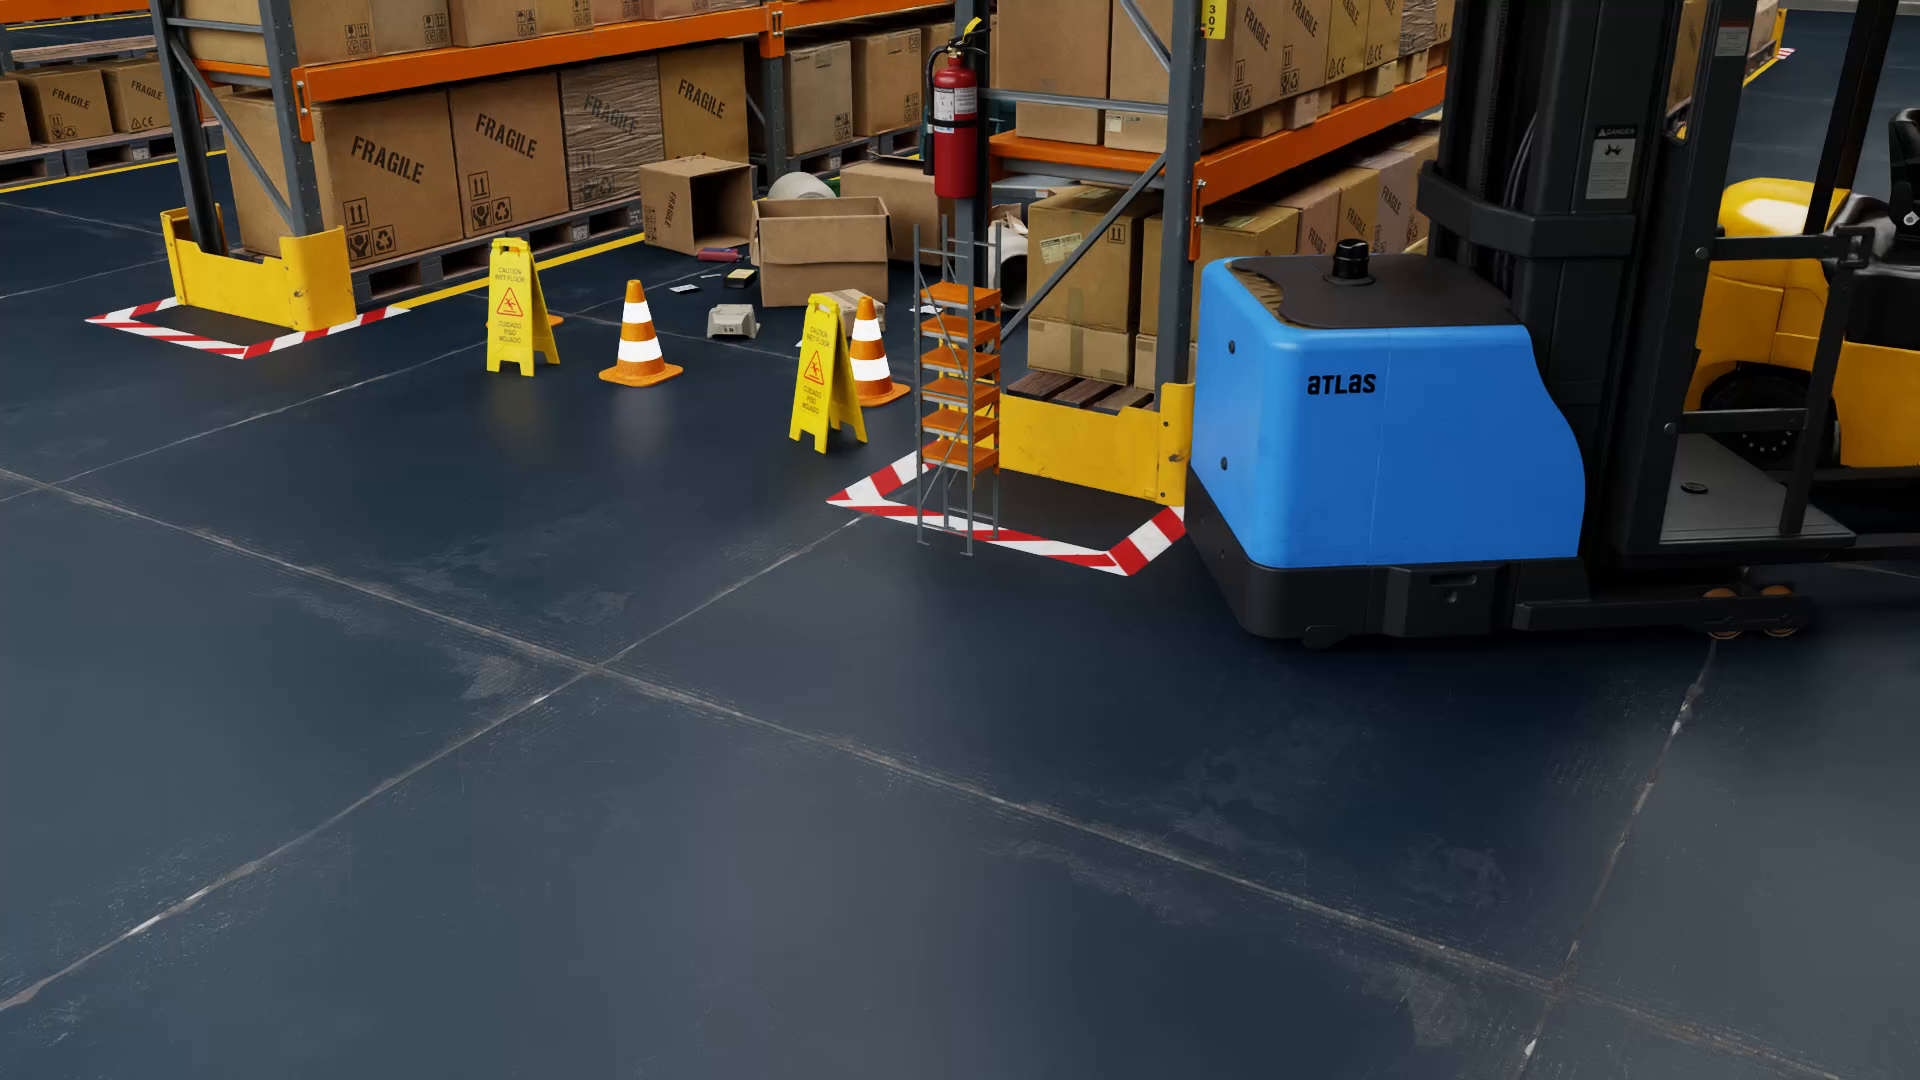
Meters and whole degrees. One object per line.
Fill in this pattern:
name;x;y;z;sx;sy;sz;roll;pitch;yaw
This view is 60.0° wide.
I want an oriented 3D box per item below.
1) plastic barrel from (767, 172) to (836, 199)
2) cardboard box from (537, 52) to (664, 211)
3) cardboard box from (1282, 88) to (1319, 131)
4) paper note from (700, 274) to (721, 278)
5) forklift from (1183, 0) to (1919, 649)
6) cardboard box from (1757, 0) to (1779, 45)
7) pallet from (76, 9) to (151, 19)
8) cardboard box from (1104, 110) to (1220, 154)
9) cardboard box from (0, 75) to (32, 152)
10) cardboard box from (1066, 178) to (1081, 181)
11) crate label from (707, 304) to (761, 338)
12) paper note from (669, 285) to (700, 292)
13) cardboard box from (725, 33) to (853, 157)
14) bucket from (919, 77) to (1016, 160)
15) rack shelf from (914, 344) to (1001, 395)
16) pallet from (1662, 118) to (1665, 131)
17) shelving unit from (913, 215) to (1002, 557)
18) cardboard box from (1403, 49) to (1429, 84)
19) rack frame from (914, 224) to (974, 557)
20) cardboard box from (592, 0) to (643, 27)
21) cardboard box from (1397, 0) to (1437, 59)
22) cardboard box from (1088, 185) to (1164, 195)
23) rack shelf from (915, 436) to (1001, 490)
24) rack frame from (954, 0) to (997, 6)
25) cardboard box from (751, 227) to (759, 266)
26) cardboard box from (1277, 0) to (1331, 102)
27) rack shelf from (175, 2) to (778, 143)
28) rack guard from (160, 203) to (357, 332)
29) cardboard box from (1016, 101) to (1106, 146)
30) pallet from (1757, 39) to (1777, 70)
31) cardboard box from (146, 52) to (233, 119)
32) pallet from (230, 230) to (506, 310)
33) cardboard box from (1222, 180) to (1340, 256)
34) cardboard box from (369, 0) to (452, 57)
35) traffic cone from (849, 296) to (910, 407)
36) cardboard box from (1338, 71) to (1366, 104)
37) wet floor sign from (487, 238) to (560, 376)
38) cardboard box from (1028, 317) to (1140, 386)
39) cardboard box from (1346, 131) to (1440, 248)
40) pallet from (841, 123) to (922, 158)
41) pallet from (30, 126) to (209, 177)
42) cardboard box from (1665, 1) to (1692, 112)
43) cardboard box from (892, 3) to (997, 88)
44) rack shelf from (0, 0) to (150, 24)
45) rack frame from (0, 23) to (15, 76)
plastic barrel;-1.009;-2.119;10.613;0.421;0.421;0.512;-7;24;-17
cardboard box;-2.577;-2.721;10.905;0.875;0.875;0.875;14;27;29
cardboard box;1.293;-1.845;7.053;0.380;0.149;0.250;14;27;30
paper note;-1.476;-1.566;9.854;0.123;0.001;0.032;-12;26;-26
forklift;2.382;-1.224;5.388;3.031;2.935;1.130;-2;24;-5
cardboard box;8.612;-5.826;18.629;0.875;0.438;0.875;13;27;27
pallet;-11.752;-7.471;23.242;1.003;0.211;1.213;14;27;29
cardboard box;0.790;-1.609;6.506;0.380;0.149;0.250;14;27;29
cardboard box;-7.354;-3.191;12.464;0.500;0.500;0.500;-20;31;-39
cardboard box;1.017;-2.566;10.595;0.500;0.500;0.500;14;27;29
crate label;-1.194;-1.151;8.735;0.250;0.136;0.298;1;23;2
paper note;-1.576;-1.452;9.568;0.142;0.017;0.144;-17;29;-35
cardboard box;-1.462;-3.395;12.619;1.050;0.750;0.750;14;27;29
bucket;0.173;-2.672;10.854;0.620;0.611;0.726;-6;22;-39
rack shelf;-0.008;-0.615;5.970;0.258;0.103;0.180;14;27;29
pallet;5.135;-3.323;13.661;1.003;0.211;1.213;14;27;29
shelving unit;-0.008;-0.546;6.000;0.258;1.200;0.189;14;27;29
cardboard box;2.101;-2.371;8.268;0.380;0.149;0.250;13;27;28
rack frame;-0.056;-0.515;5.929;0.240;1.200;0.006;14;27;29
cardboard box;-2.554;-3.600;10.601;0.875;0.550;0.550;14;27;29
cardboard box;1.987;-2.632;8.053;0.500;0.500;0.500;15;27;30
cardboard box;0.909;-1.430;7.765;0.500;0.500;0.500;15;28;31
rack shelf;-0.008;-0.285;6.113;0.258;0.103;0.180;14;27;29
rack frame;0.397;-5.356;14.846;1.000;3.000;0.127;14;27;29
cardboard box;-1.055;-1.785;10.039;0.396;0.266;0.258;20;30;38
cardboard box;1.191;-2.112;6.853;0.500;0.500;0.500;15;27;31
rack shelf;-2.768;-3.001;10.311;1.077;0.370;4.000;14;27;29
rack guard;-3.836;-1.501;9.087;1.175;0.500;0.348;14;27;29
cardboard box;0.451;-1.708;6.737;0.380;0.149;0.250;15;28;31
pallet;8.520;-5.487;18.659;1.003;0.211;1.213;14;27;29
cardboard box;-6.415;-3.803;13.878;0.500;0.500;0.500;-18;29;-36
pallet;-3.468;-1.662;9.824;1.003;0.211;1.213;14;27;29
cardboard box;1.380;-1.327;7.529;0.500;0.500;0.500;13;26;27
cardboard box;-3.395;-3.050;9.330;0.875;0.550;0.550;14;27;29
traffic cone;-0.434;-0.904;7.756;0.336;0.463;0.334;14;27;29
cardboard box;1.654;-2.124;7.698;0.380;0.149;0.250;13;27;28
wet floor sign;-2.157;-1.151;8.096;0.267;0.644;0.232;9;25;20
cardboard box;0.646;-0.921;7.534;0.500;0.250;0.500;14;27;29
cardboard box;2.194;-1.850;8.736;0.500;0.500;0.500;14;27;30
pallet;-0.728;-3.416;13.875;1.003;0.211;1.213;14;27;29
pallet;-6.841;-3.152;13.266;1.003;0.211;1.213;14;27;29
cardboard box;5.564;-4.086;14.059;0.875;0.875;0.875;14;27;30
cardboard box;-0.001;-4.330;14.779;1.050;0.750;0.750;13;27;28
rack shelf;-6.929;-4.074;12.791;1.077;0.370;4.000;14;27;29
rack frame;-10.082;-6.117;16.605;1.000;3.000;0.127;14;27;29
